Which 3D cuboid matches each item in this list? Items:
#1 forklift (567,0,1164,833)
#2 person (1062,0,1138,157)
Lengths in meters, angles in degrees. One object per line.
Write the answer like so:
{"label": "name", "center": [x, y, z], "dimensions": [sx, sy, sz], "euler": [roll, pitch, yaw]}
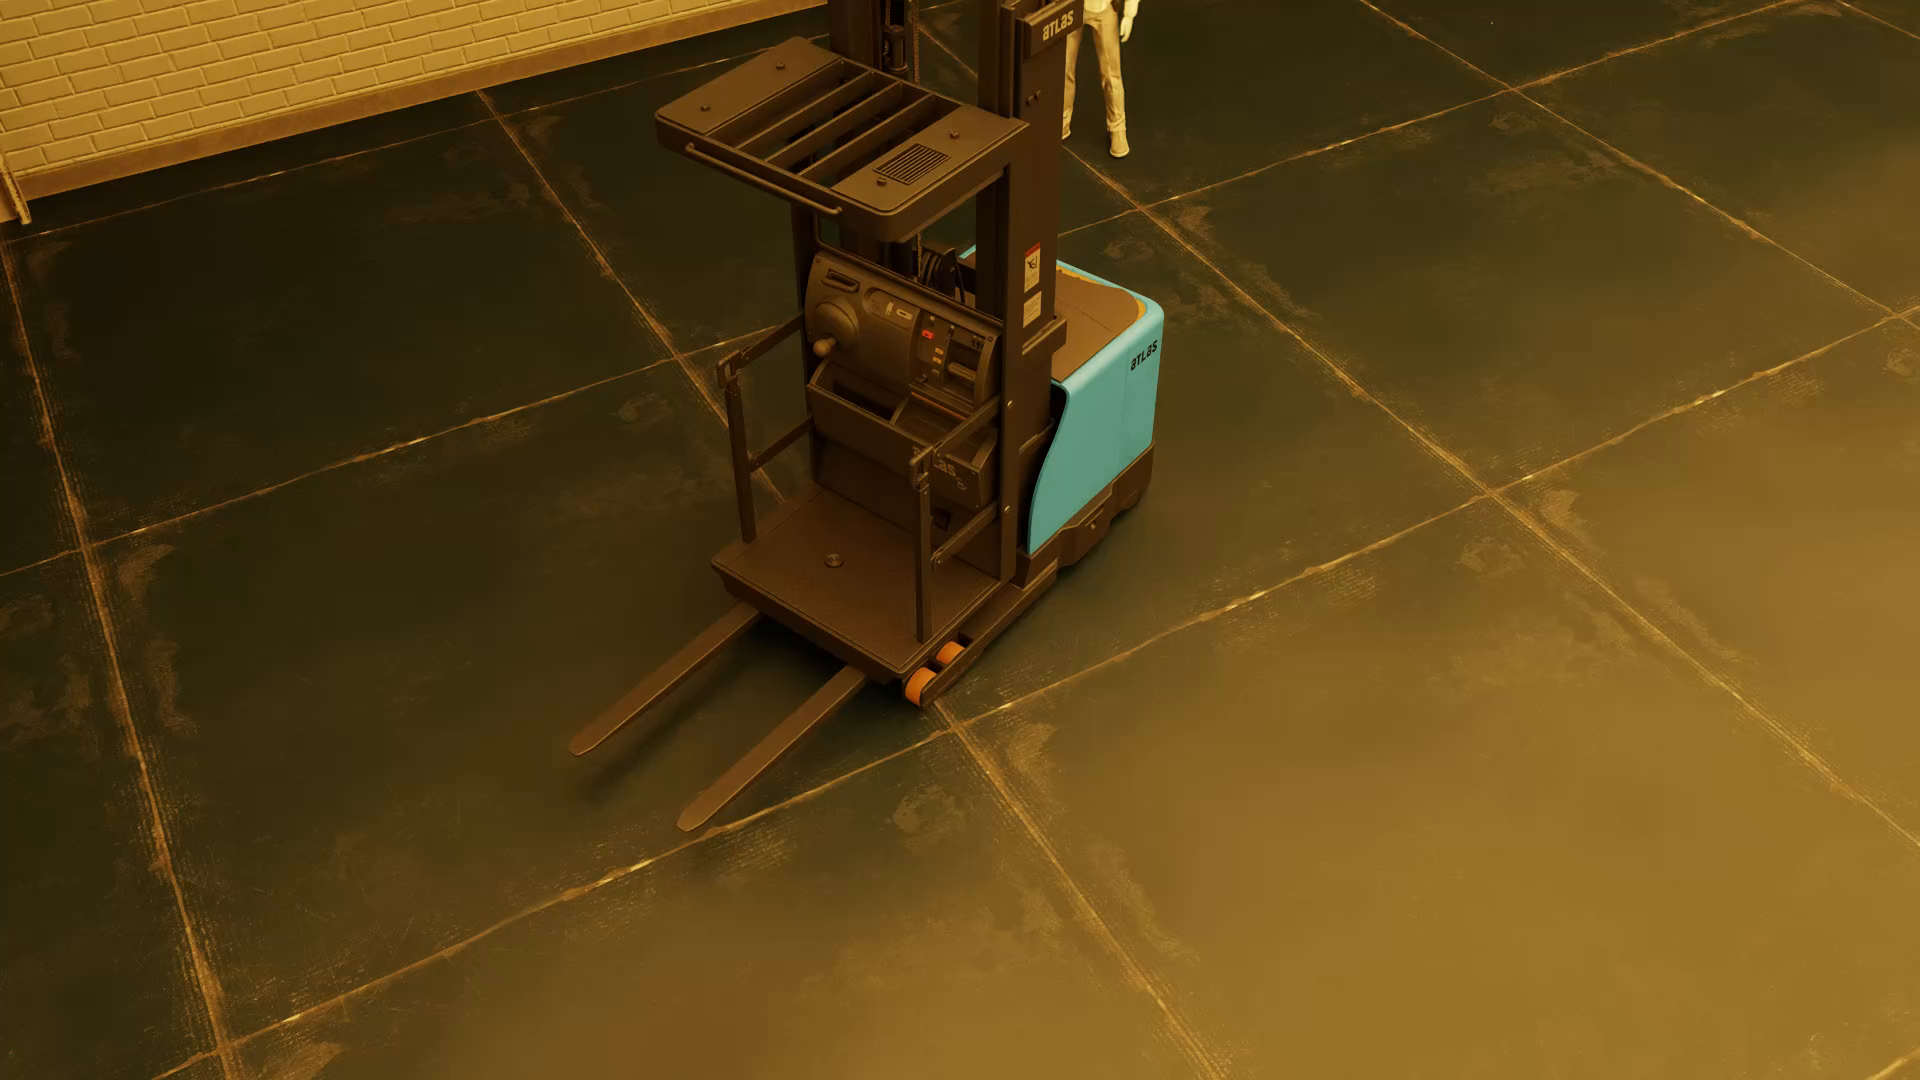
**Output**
{"label": "forklift", "center": [-0.375, -0.749, 6.505], "dimensions": [1.130, 2.935, 3.031], "euler": [28, 50, 27]}
{"label": "person", "center": [0.779, -3.158, 10.041], "dimensions": [0.642, 1.668, 0.421], "euler": [12, 44, 13]}
